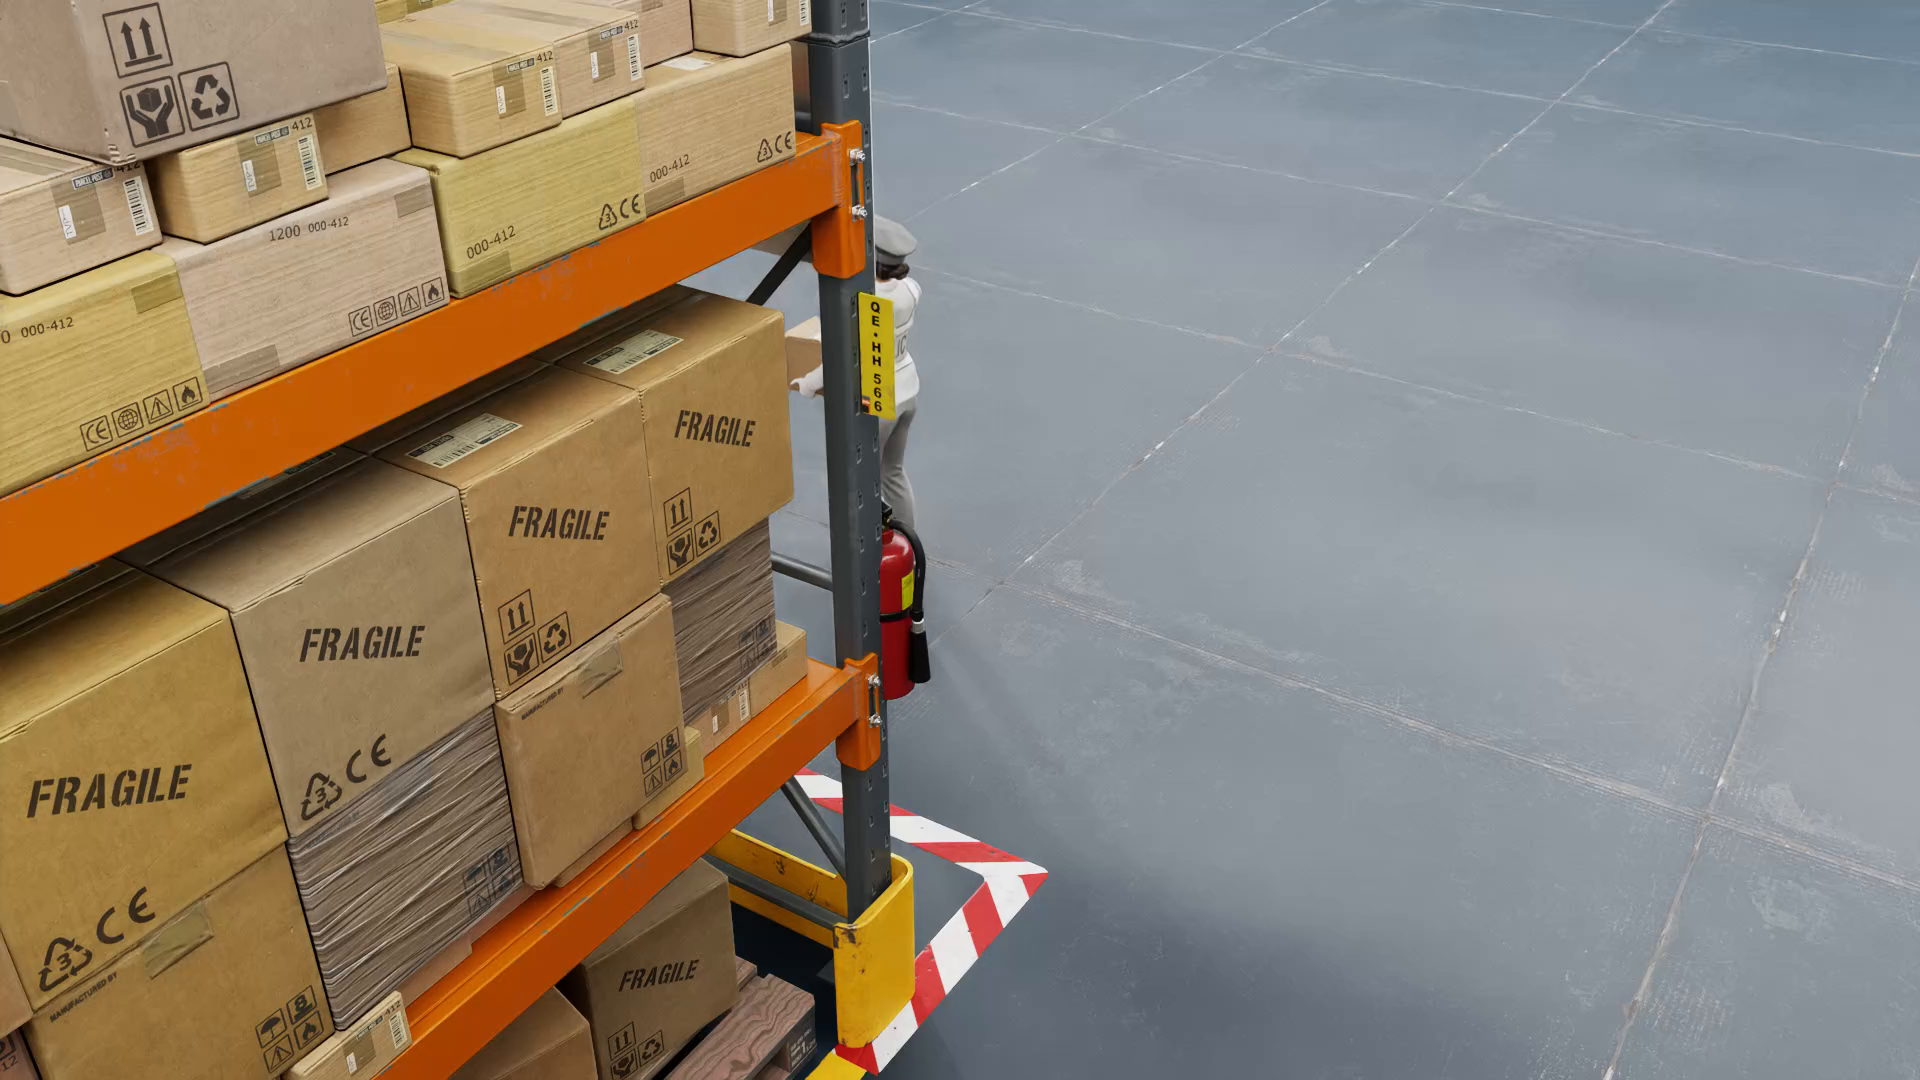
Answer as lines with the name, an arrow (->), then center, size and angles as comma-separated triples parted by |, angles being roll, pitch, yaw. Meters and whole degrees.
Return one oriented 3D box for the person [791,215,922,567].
person -> -0.420, -0.596, 7.117 | 0.547, 1.689, 0.459 | 18, 35, 28
